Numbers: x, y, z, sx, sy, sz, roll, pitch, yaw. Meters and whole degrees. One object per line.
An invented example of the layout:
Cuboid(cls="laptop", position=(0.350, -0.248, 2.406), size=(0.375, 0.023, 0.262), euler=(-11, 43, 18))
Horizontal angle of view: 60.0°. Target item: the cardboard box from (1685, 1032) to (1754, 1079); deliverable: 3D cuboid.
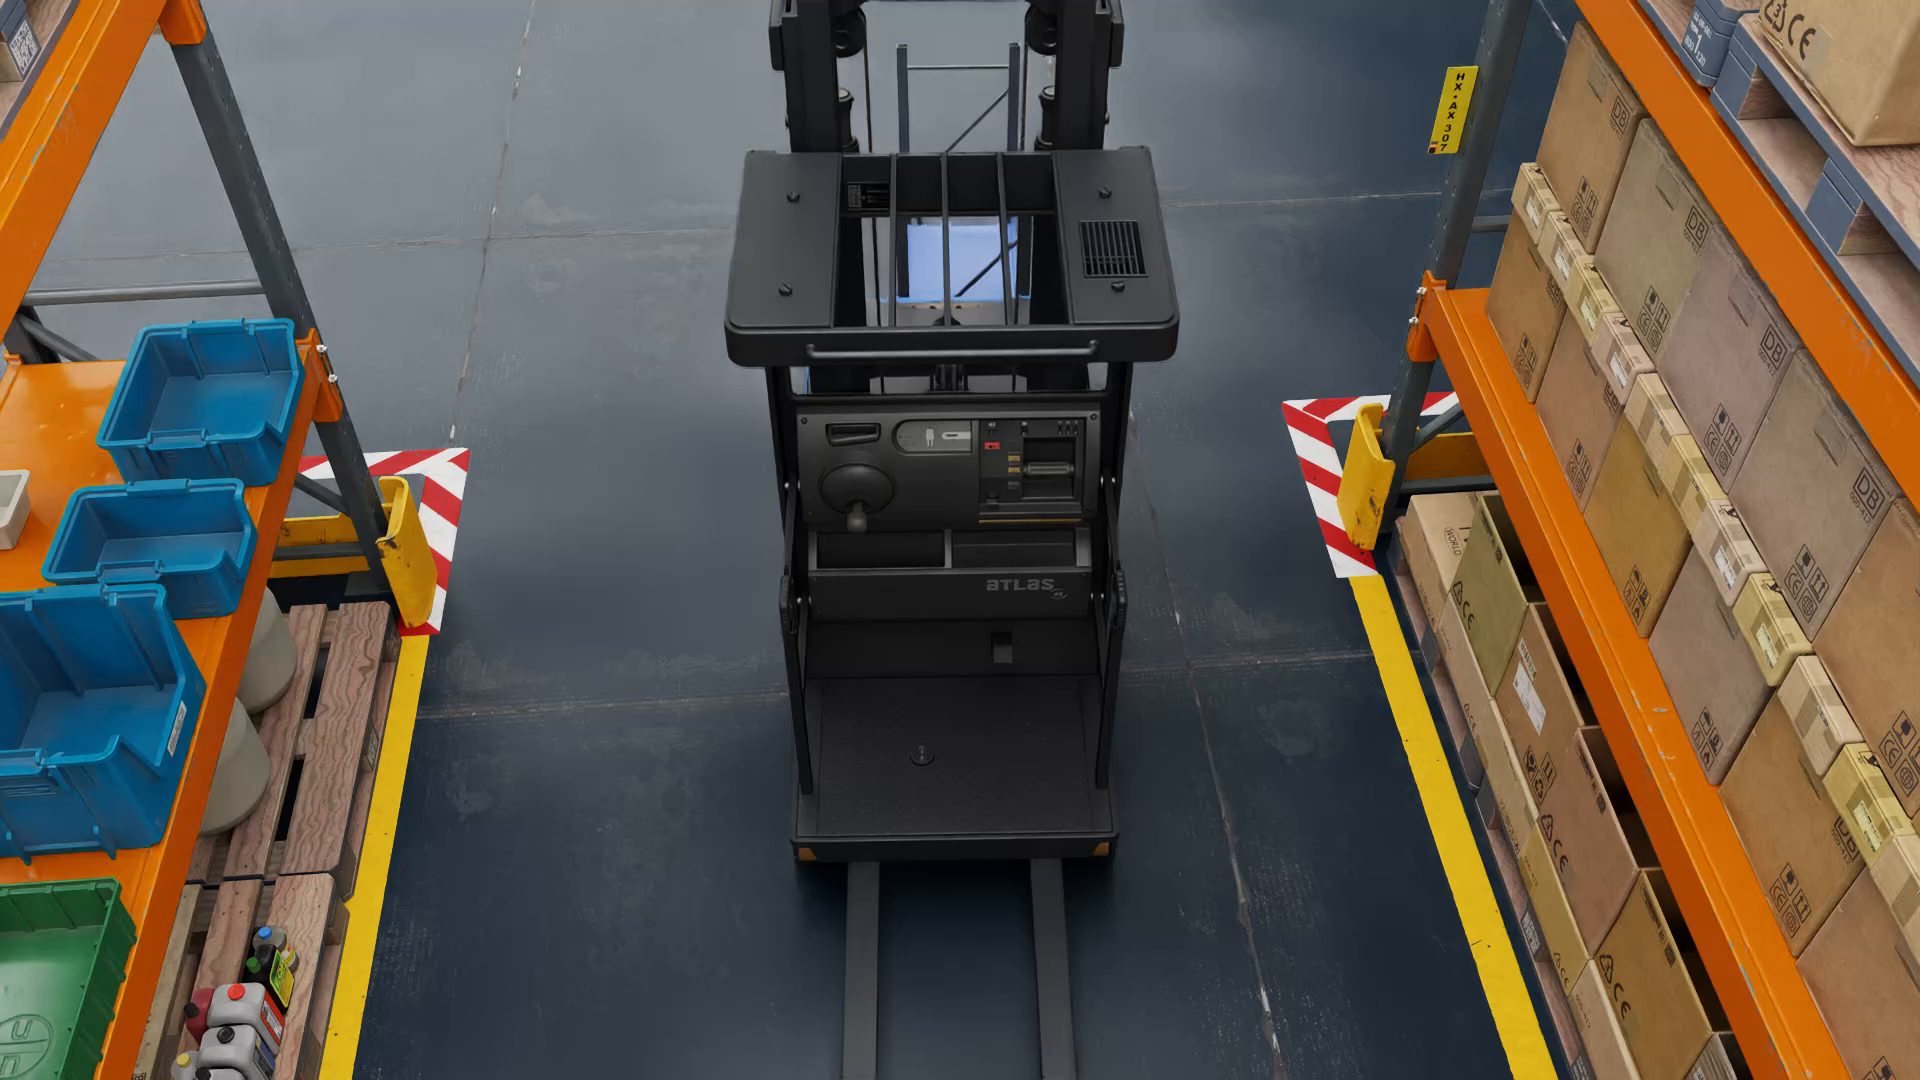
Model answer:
Cuboid(cls="cardboard box", position=(2.236, 1.624, 4.370), size=(0.500, 0.500, 0.500), euler=(-3, 47, -3))

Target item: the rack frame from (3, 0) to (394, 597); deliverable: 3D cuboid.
Cuboid(cls="rack frame", position=(-2.748, -0.830, 5.606), size=(1.000, 3.000, 0.127), euler=(-3, 47, -3))

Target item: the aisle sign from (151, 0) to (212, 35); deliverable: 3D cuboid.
Cuboid(cls="aisle sign", position=(-2.458, -1.794, 4.729), size=(0.394, 0.787, 0.004), euler=(-3, 47, -3))

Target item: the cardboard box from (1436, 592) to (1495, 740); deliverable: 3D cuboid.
Cuboid(cls="cardboard box", position=(2.057, 0.436, 6.012), size=(0.500, 0.250, 0.500), euler=(-3, 47, -3))

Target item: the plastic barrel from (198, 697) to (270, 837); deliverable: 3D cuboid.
Cuboid(cls="plastic barrel", position=(-2.575, 0.715, 5.567), size=(0.421, 0.512, 0.421), euler=(0, 47, 0))

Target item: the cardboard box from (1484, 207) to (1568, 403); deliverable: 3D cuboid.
Cuboid(cls="cardboard box", position=(2.215, -0.824, 5.532), size=(0.700, 0.500, 0.500), euler=(-3, 47, -3))

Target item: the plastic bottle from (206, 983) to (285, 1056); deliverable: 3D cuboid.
Cuboid(cls="plastic bottle", position=(-2.164, 1.442, 5.028), size=(0.152, 0.276, 0.135), euler=(-3, 47, -3))

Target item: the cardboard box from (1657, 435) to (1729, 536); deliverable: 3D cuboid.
Cuboid(cls="cardboard box", position=(2.116, -0.157, 4.454), size=(0.380, 0.149, 0.250), euler=(-4, 47, -4))

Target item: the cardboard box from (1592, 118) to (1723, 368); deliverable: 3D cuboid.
Cuboid(cls="cardboard box", position=(2.268, -0.852, 4.665), size=(0.700, 0.500, 0.500), euler=(-5, 47, -4))

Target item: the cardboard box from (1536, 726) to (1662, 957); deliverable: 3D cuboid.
Cuboid(cls="cardboard box", position=(2.134, 0.902, 5.054), size=(0.500, 0.500, 0.500), euler=(-3, 47, -3))

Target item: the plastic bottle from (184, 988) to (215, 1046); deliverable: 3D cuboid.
Cuboid(cls="plastic bottle", position=(-2.270, 1.446, 5.019), size=(0.061, 0.283, 0.133), euler=(-3, 47, -3))

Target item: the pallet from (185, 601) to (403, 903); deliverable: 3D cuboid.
Cuboid(cls="pallet", position=(-2.632, 0.769, 6.013), size=(1.003, 0.211, 1.213), euler=(-3, 47, -3))

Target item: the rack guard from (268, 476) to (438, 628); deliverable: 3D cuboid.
Cuboid(cls="rack guard", position=(-2.695, 0.082, 6.465), size=(1.175, 0.500, 0.348), euler=(-3, 47, -3))

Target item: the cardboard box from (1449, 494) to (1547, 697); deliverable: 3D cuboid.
Cuboid(cls="cardboard box", position=(2.055, 0.178, 5.740), size=(0.500, 0.500, 0.500), euler=(-3, 47, -3))

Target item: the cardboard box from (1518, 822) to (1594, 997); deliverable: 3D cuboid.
Cuboid(cls="cardboard box", position=(2.135, 1.160, 5.327), size=(0.500, 0.250, 0.500), euler=(-3, 47, -3))

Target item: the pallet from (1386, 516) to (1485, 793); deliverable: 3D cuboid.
Cuboid(cls="pallet", position=(2.294, 0.381, 6.380), size=(1.003, 0.211, 1.213), euler=(-3, 47, -3))

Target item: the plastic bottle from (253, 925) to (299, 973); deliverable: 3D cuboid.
Cuboid(cls="plastic bottle", position=(-2.158, 1.283, 5.230), size=(0.097, 0.201, 0.097), euler=(0, 47, 0))

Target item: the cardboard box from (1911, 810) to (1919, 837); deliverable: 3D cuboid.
Cuboid(cls="cardboard box", position=(2.436, 0.599, 3.291), size=(0.700, 0.500, 0.500), euler=(-4, 47, -3))

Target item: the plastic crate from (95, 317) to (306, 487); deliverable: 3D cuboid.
Cuboid(cls="plastic crate", position=(-2.408, -0.435, 5.335), size=(0.499, 0.251, 0.616), euler=(-3, 47, -3))

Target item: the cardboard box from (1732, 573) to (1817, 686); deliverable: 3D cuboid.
Cuboid(cls="cardboard box", position=(2.157, 0.214, 4.102), size=(0.380, 0.149, 0.250), euler=(-2, 47, -2))

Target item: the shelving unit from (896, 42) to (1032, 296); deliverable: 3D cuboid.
Cuboid(cls="shelving unit", position=(0.004, -1.115, 6.909), size=(0.538, 1.500, 1.048), euler=(-1, 47, -1))

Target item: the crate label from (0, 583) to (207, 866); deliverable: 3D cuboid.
Cuboid(cls="crate label", position=(-2.324, 0.473, 4.348), size=(0.502, 0.435, 0.616), euler=(-3, 47, -3))

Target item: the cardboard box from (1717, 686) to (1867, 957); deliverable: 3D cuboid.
Cuboid(cls="cardboard box", position=(2.391, 0.666, 4.121), size=(0.700, 0.500, 0.500), euler=(-3, 47, -3))

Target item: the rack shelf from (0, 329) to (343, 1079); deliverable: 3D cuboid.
Cuboid(cls="rack shelf", position=(-2.581, 0.865, 4.497), size=(1.077, 0.370, 4.000), euler=(-3, 47, -3))

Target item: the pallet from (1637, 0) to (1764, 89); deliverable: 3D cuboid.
Cuboid(cls="pallet", position=(2.222, -1.616, 4.346), size=(1.003, 0.211, 1.213), euler=(-3, 47, -3))

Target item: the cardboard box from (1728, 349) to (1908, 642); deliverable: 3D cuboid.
Cuboid(cls="cardboard box", position=(2.353, -0.125, 3.976), size=(0.700, 0.500, 0.500), euler=(-3, 47, -3))

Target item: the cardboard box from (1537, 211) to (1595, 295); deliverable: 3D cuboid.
Cuboid(cls="cardboard box", position=(2.031, -0.898, 5.155), size=(0.380, 0.149, 0.250), euler=(-5, 47, -4))

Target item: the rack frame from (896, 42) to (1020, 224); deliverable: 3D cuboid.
Cuboid(cls="rack frame", position=(-0.007, -1.484, 7.259), size=(0.500, 1.500, 0.032), euler=(-1, 47, -1))

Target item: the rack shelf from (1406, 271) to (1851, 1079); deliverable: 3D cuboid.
Cuboid(cls="rack shelf", position=(2.356, 0.566, 4.780), size=(1.077, 0.370, 4.000), euler=(-3, 47, -3))

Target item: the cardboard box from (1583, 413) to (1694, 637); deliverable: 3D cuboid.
Cuboid(cls="cardboard box", position=(2.299, -0.085, 4.832), size=(0.700, 0.500, 0.500), euler=(-3, 47, -3))

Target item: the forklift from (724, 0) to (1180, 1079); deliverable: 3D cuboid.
Cuboid(cls="forklift", position=(-0.027, -0.125, 4.986), size=(1.130, 2.935, 3.031), euler=(-1, 47, -1))

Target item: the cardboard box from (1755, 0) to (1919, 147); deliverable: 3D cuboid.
Cuboid(cls="cardboard box", position=(2.055, -1.168, 3.407), size=(0.500, 0.500, 0.500), euler=(-3, 47, -3))

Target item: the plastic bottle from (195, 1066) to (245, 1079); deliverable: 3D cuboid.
Cuboid(cls="plastic bottle", position=(-2.134, 1.636, 4.793), size=(0.144, 0.351, 0.185), euler=(-2, 47, -2))

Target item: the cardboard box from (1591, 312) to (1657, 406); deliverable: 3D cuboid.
Cuboid(cls="cardboard box", position=(2.070, -0.535, 4.811), size=(0.380, 0.149, 0.250), euler=(-4, 47, -4))

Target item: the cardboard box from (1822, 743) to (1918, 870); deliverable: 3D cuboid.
Cuboid(cls="cardboard box", position=(2.203, 0.588, 3.748), size=(0.380, 0.149, 0.250), euler=(-4, 47, -3))
